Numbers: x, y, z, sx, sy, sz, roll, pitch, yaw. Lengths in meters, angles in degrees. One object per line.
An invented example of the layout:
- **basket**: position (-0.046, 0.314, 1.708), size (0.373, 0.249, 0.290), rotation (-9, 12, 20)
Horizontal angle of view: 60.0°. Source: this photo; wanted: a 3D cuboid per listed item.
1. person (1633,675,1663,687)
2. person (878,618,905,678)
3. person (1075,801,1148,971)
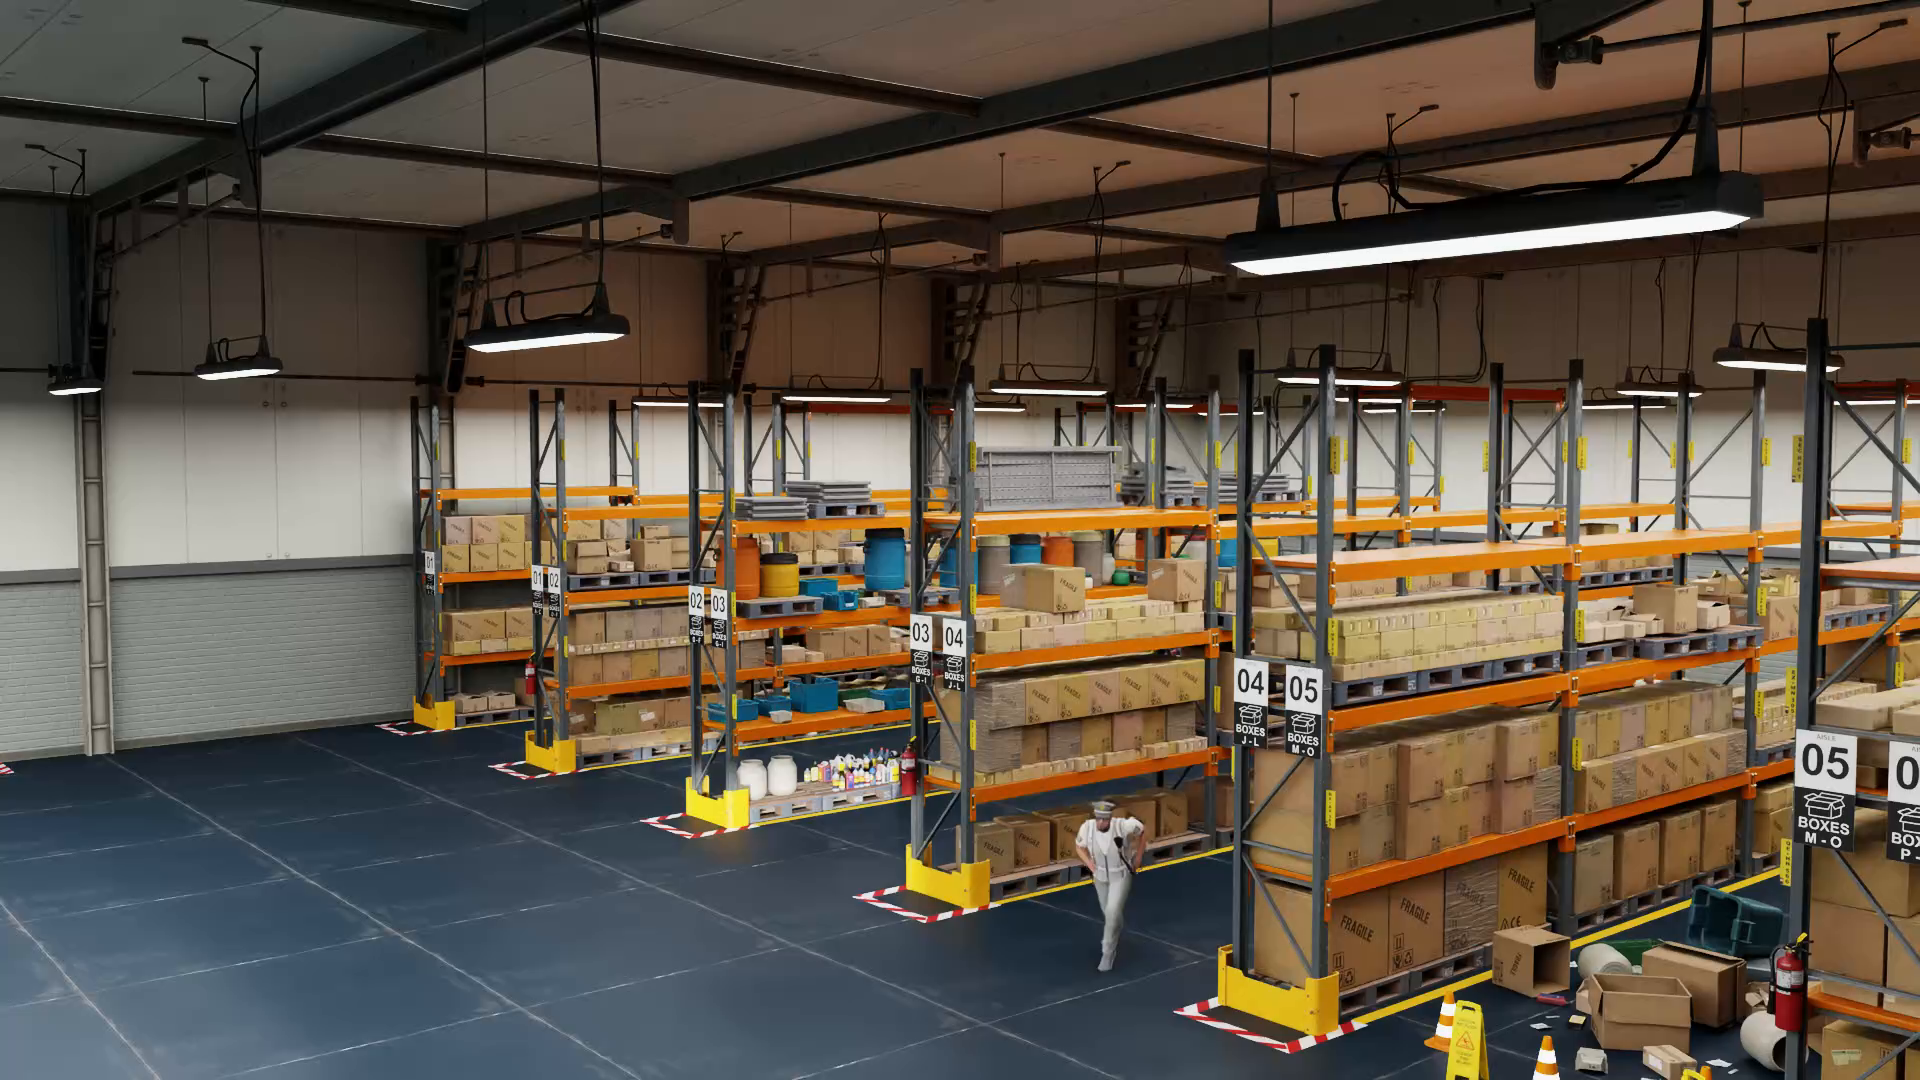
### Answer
- **person**: position (10.854, 2.805, 25.916), size (0.712, 1.726, 0.882), rotation (3, 5, 42)
- **person**: position (-1.476, 2.327, 34.086), size (0.811, 1.608, 0.593), rotation (-3, 5, -44)
- **person**: position (1.533, 3.386, 16.622), size (0.707, 1.721, 1.021), rotation (1, 4, 17)
